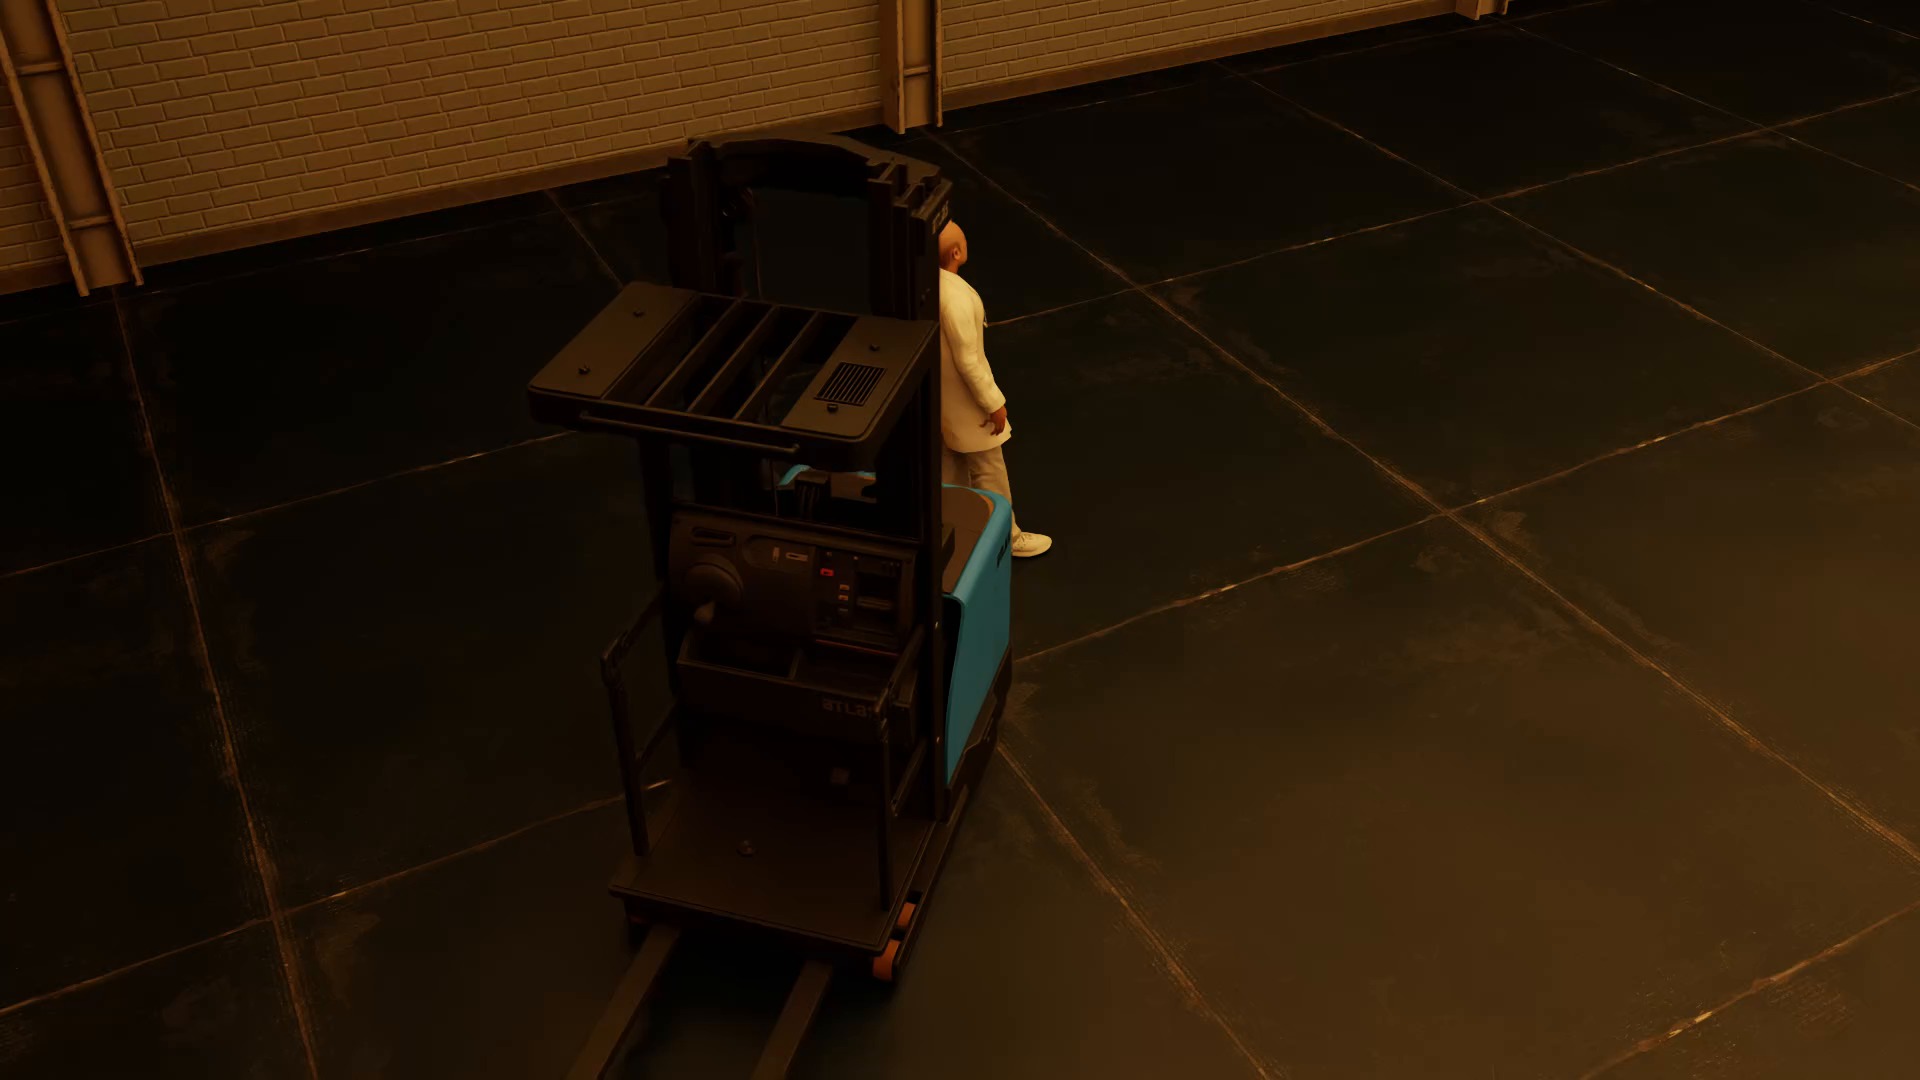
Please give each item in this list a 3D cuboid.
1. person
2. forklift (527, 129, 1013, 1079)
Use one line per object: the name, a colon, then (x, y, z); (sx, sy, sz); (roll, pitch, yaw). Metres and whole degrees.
person: (0.082, -0.754, 8.176); (0.581, 1.775, 0.694); (-17, 39, -23)
forklift: (-0.668, 0.219, 5.814); (1.130, 2.935, 3.031); (10, 36, 13)
